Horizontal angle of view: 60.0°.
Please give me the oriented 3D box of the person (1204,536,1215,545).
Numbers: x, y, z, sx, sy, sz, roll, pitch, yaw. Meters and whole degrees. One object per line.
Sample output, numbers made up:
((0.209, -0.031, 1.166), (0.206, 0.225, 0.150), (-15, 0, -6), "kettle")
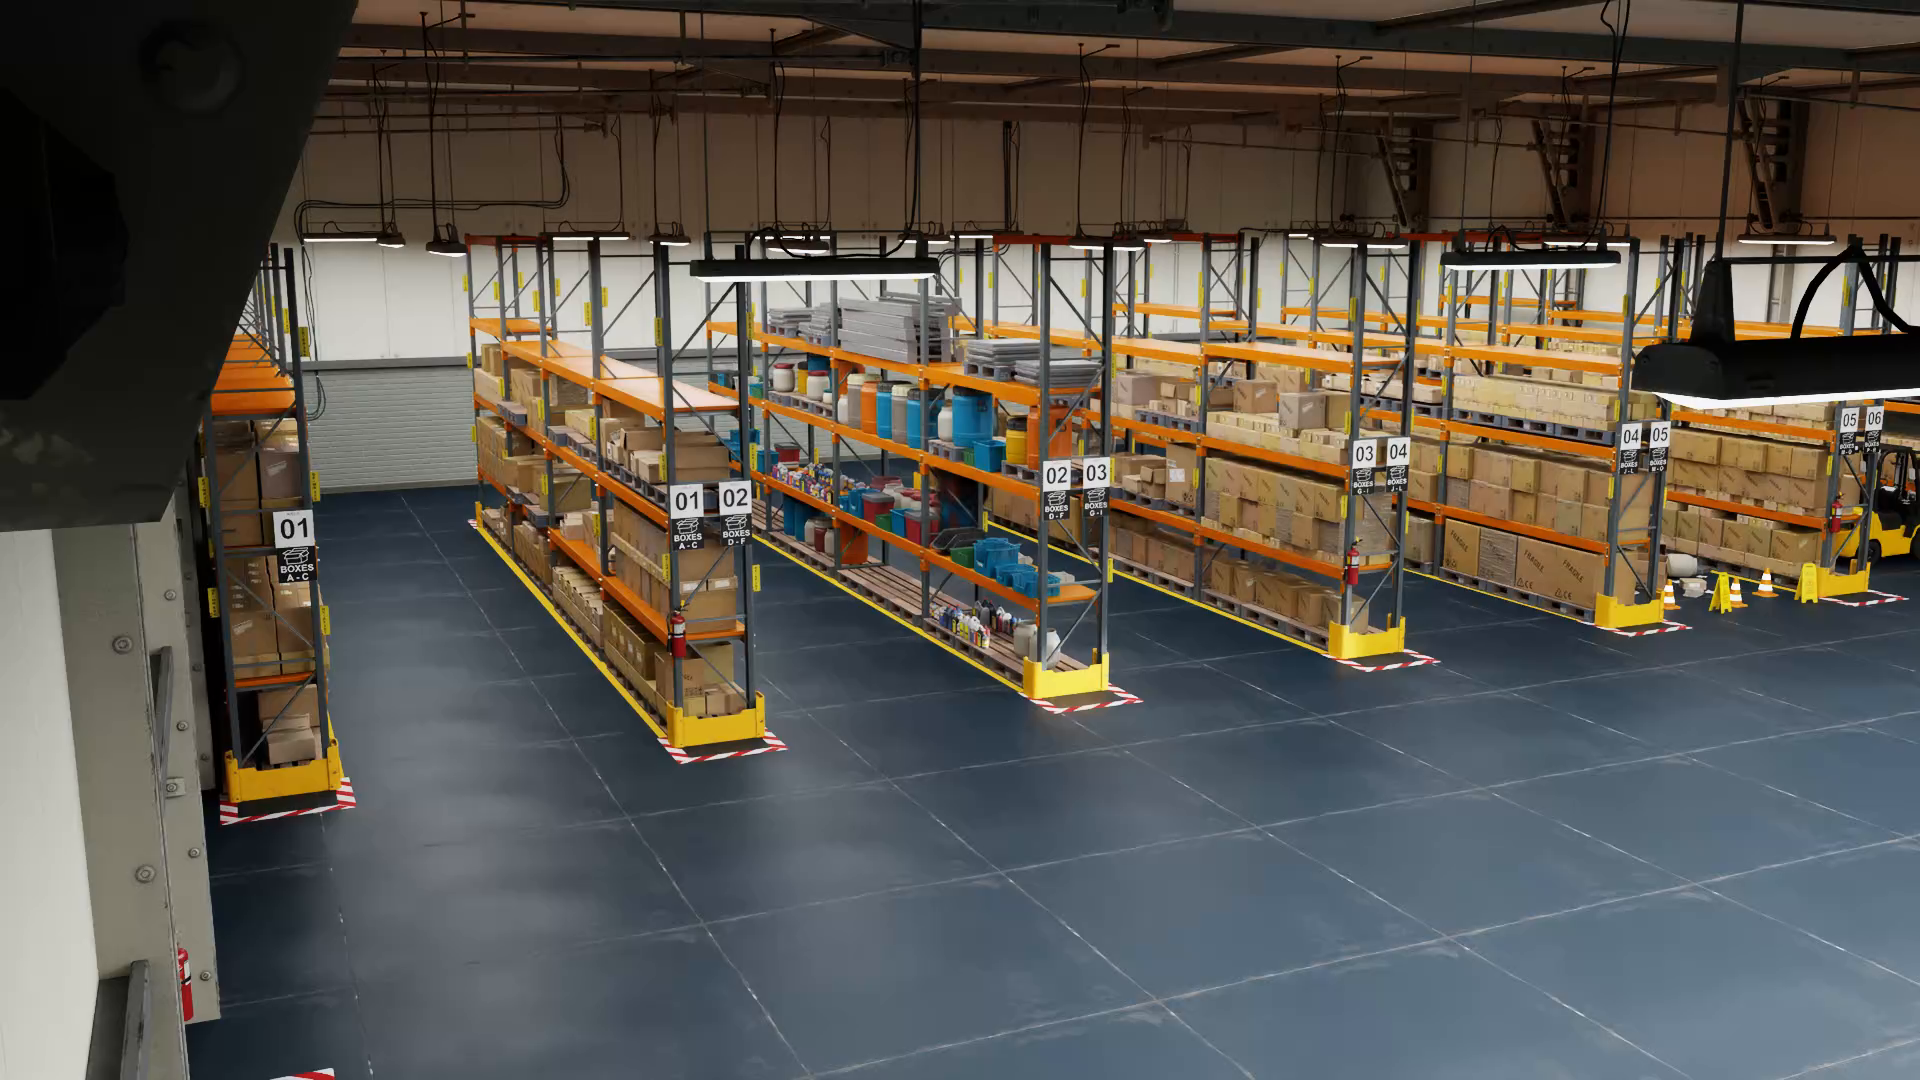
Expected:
((4.937, -0.630, 31.962), (0.641, 1.706, 0.745), (-9, 14, -39), "person")

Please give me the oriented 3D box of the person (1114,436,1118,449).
((3.751, -2.567, 41.824), (0.683, 1.754, 0.675), (10, 15, 42), "person")

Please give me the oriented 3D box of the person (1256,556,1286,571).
((5.563, -0.077, 29.194), (0.640, 1.642, 0.636), (-6, 13, -30), "person")
